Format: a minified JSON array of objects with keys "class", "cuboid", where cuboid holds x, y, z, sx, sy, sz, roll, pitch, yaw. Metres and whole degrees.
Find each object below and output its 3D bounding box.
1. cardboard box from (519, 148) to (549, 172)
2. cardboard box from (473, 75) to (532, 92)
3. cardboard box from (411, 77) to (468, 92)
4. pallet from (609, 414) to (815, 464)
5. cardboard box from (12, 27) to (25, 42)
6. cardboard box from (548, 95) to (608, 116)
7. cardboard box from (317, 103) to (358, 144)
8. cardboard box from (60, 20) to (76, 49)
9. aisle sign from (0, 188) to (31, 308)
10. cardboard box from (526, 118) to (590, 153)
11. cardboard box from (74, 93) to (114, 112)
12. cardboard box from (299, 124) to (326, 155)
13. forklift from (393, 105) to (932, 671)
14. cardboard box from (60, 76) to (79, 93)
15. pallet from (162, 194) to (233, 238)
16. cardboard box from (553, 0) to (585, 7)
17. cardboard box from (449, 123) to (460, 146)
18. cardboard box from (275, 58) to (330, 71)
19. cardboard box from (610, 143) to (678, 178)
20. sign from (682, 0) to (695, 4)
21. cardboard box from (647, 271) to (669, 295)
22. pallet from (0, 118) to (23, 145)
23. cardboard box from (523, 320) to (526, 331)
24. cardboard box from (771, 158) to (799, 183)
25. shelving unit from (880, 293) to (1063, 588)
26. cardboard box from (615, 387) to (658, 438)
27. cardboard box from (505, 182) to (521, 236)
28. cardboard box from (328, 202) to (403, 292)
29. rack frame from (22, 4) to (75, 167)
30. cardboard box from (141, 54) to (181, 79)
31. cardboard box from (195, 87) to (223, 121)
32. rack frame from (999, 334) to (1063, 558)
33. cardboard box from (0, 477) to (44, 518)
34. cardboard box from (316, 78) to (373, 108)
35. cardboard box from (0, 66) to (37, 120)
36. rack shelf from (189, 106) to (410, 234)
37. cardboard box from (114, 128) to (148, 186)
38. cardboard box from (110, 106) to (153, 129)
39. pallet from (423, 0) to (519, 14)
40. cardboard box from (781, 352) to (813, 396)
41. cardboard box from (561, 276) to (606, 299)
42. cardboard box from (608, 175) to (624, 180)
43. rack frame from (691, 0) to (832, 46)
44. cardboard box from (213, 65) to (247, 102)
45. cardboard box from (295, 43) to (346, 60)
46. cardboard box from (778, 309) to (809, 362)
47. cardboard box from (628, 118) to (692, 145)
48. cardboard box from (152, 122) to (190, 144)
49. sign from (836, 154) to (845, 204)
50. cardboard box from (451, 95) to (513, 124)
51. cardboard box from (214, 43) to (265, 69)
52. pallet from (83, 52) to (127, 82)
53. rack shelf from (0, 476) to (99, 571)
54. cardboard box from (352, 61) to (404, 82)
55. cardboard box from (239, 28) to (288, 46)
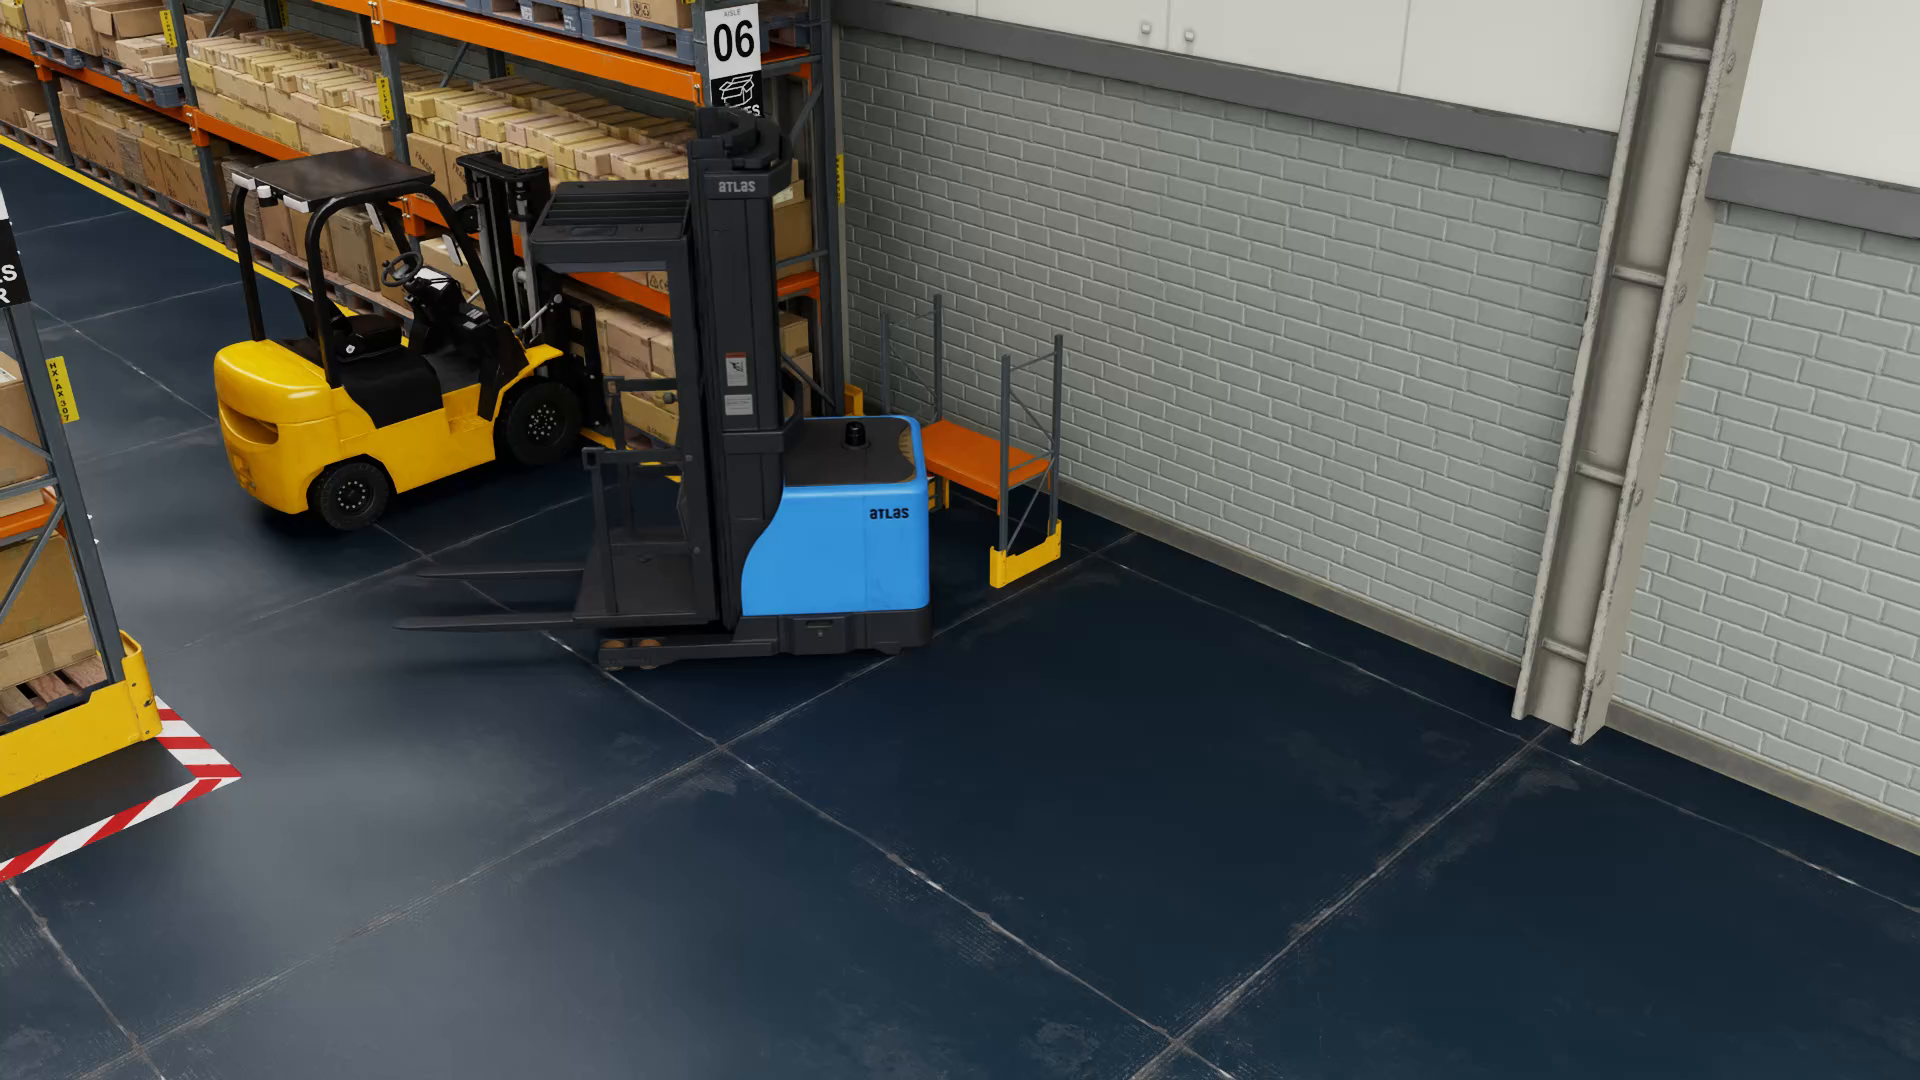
[{"class":"cardboard box","cuboid":[-2.925,-2.733,11.913,0.250,0.149,0.380,24,36,37]},{"class":"cardboard box","cuboid":[-3.617,-3.563,13.173,0.250,0.149,0.380,25,36,38]},{"class":"cardboard box","cuboid":[-4.311,-3.726,13.802,0.250,0.149,0.380,23,36,37]},{"class":"pallet","cuboid":[-1.779,-0.800,12.038,1.213,0.211,1.003,25,36,38]},{"class":"cardboard box","cuboid":[-10.366,-5.701,18.633,0.380,0.149,0.250,-24,36,-38]},{"class":"cardboard box","cuboid":[-2.876,-3.233,12.546,0.250,0.149,0.380,24,36,38]},{"class":"cardboard box","cuboid":[-4.958,-3.500,13.800,0.500,0.250,0.500,23,36,37]},{"class":"cardboard box","cuboid":[-9.039,-5.260,17.217,0.396,0.266,0.258,-23,36,-37]},{"class":"aisle sign","cuboid":[-4.420,-1.384,7.358,0.004,0.787,0.394,25,36,38]},{"class":"cardboard box","cuboid":[-2.873,-2.895,11.902,0.250,0.149,0.380,25,37,39]},{"class":"cardboard box","cuboid":[-9.440,-4.811,18.207,0.250,0.149,0.380,23,36,37]},{"class":"cardboard box","cuboid":[-5.294,-3.450,14.242,0.500,0.250,0.500,25,37,39]},{"class":"forklift","cuboid":[-1.703,-0.820,9.153,3.031,2.935,1.130,-2,28,-4]},{"class":"cardboard box","cuboid":[-9.649,-5.027,18.299,0.250,0.149,0.380,24,36,38]},{"class":"pallet","cuboid":[-7.415,-3.431,17.042,1.213,0.211,1.003,25,36,38]},{"class":"cardboard box","cuboid":[-2.351,-3.832,10.919,0.500,0.500,0.700,25,37,39]},{"class":"cardboard box","cuboid":[-3.622,-3.084,12.582,0.250,0.149,0.380,24,36,38]},{"class":"cardboard box","cuboid":[-5.707,-4.068,14.453,0.250,0.149,0.380,25,36,38]},{"class":"cardboard box","cuboid":[-2.136,-2.561,11.267,0.250,0.149,0.380,25,37,39]},{"class":"sign","cuboid":[-1.594,-3.308,9.722,0.005,0.325,0.100,25,36,38]},{"class":"cardboard box","cuboid":[-1.739,-1.916,11.058,0.500,0.500,0.500,24,36,37]},{"class":"pallet","cuboid":[-11.124,-5.102,20.221,1.213,0.211,1.003,25,36,38]},{"class":"cardboard box","cuboid":[-3.217,-1.702,12.724,0.500,0.250,0.500,24,36,38]},{"class":"cardboard box","cuboid":[-1.294,-2.442,11.041,0.250,0.149,0.380,24,36,37]},{"class":"shelving unit","cuboid":[0.054,-0.639,10.347,1.083,1.500,0.587,25,36,38]},{"class":"cardboard box","cuboid":[-2.109,-0.982,11.890,0.500,0.250,0.500,25,36,38]},{"class":"cardboard box","cuboid":[-3.178,-2.588,12.334,0.500,0.500,0.500,24,36,38]},{"class":"cardboard box","cuboid":[-4.984,-2.661,14.681,0.625,0.625,0.875,24,36,38]},{"class":"rack frame","cuboid":[-9.761,-5.714,18.388,0.127,3.000,1.000,25,36,38]},{"class":"cardboard box","cuboid":[-7.646,-4.571,16.032,0.380,0.149,0.250,-24,36,-38]},{"class":"cardboard box","cuboid":[-6.764,-4.117,15.511,0.500,0.250,0.500,25,37,39]},{"class":"rack frame","cuboid":[0.423,-0.470,10.026,0.032,1.500,0.500,25,36,38]},{"class":"cardboard box","cuboid":[-4.779,-0.219,8.206,0.250,0.149,0.380,25,37,39]},{"class":"cardboard box","cuboid":[-5.071,-3.690,13.734,0.250,0.149,0.380,23,36,37]},{"class":"cardboard box","cuboid":[-11.354,-5.370,19.968,0.500,0.500,0.500,-24,36,-38]},{"class":"rack shelf","cuboid":[-5.483,-3.438,14.832,4.000,0.370,1.077,25,36,38]},{"class":"cardboard box","cuboid":[-8.469,-4.055,17.467,0.500,0.500,0.500,23,35,37]},{"class":"cardboard box","cuboid":[-8.717,-4.470,17.560,0.380,0.149,0.250,-24,36,-37]},{"class":"pallet","cuboid":[-3.430,-4.123,12.233,1.213,0.211,1.003,25,36,38]},{"class":"cardboard box","cuboid":[-1.394,-1.211,11.790,0.500,0.250,0.500,-25,36,-38]},{"class":"cardboard box","cuboid":[-2.842,-1.751,12.279,0.500,0.250,0.500,24,36,37]},{"class":"cardboard box","cuboid":[-2.162,-2.413,11.306,0.250,0.149,0.380,24,36,38]},{"class":"rack frame","cuboid":[-1.204,-4.454,9.545,0.127,3.000,1.000,25,36,38]},{"class":"cardboard box","cuboid":[-6.407,-4.174,15.083,0.500,0.250,0.500,-24,36,-38]},{"class":"cardboard box","cuboid":[-5.772,-4.380,15.047,0.250,0.149,0.380,24,36,38]},{"class":"cardboard box","cuboid":[-1.414,-1.430,11.669,0.500,0.250,0.500,24,36,38]},{"class":"cardboard box","cuboid":[-2.145,-2.902,11.915,0.250,0.149,0.380,24,36,37]},{"class":"cardboard box","cuboid":[-7.968,-4.133,16.919,0.380,0.149,0.250,-24,36,-38]},{"class":"sign","cuboid":[-0.811,-2.399,11.068,0.005,0.325,0.100,25,36,38]},{"class":"cardboard box","cuboid":[-3.599,-3.229,12.537,0.250,0.149,0.380,24,36,37]},{"class":"cardboard box","cuboid":[-6.495,-4.377,15.040,0.380,0.149,0.250,-24,36,-38]},{"class":"pallet","cuboid":[-8.299,-4.957,17.154,1.213,0.211,1.003,25,36,38]},{"class":"rack shelf","cuboid":[-6.108,-0.484,9.215,4.000,0.370,1.077,25,36,38]},{"class":"cardboard box","cuboid":[-5.029,-4.055,14.427,0.250,0.149,0.380,24,36,38]},{"class":"cardboard box","cuboid":[-6.535,-4.702,15.657,0.380,0.149,0.250,-24,36,-38]}]
